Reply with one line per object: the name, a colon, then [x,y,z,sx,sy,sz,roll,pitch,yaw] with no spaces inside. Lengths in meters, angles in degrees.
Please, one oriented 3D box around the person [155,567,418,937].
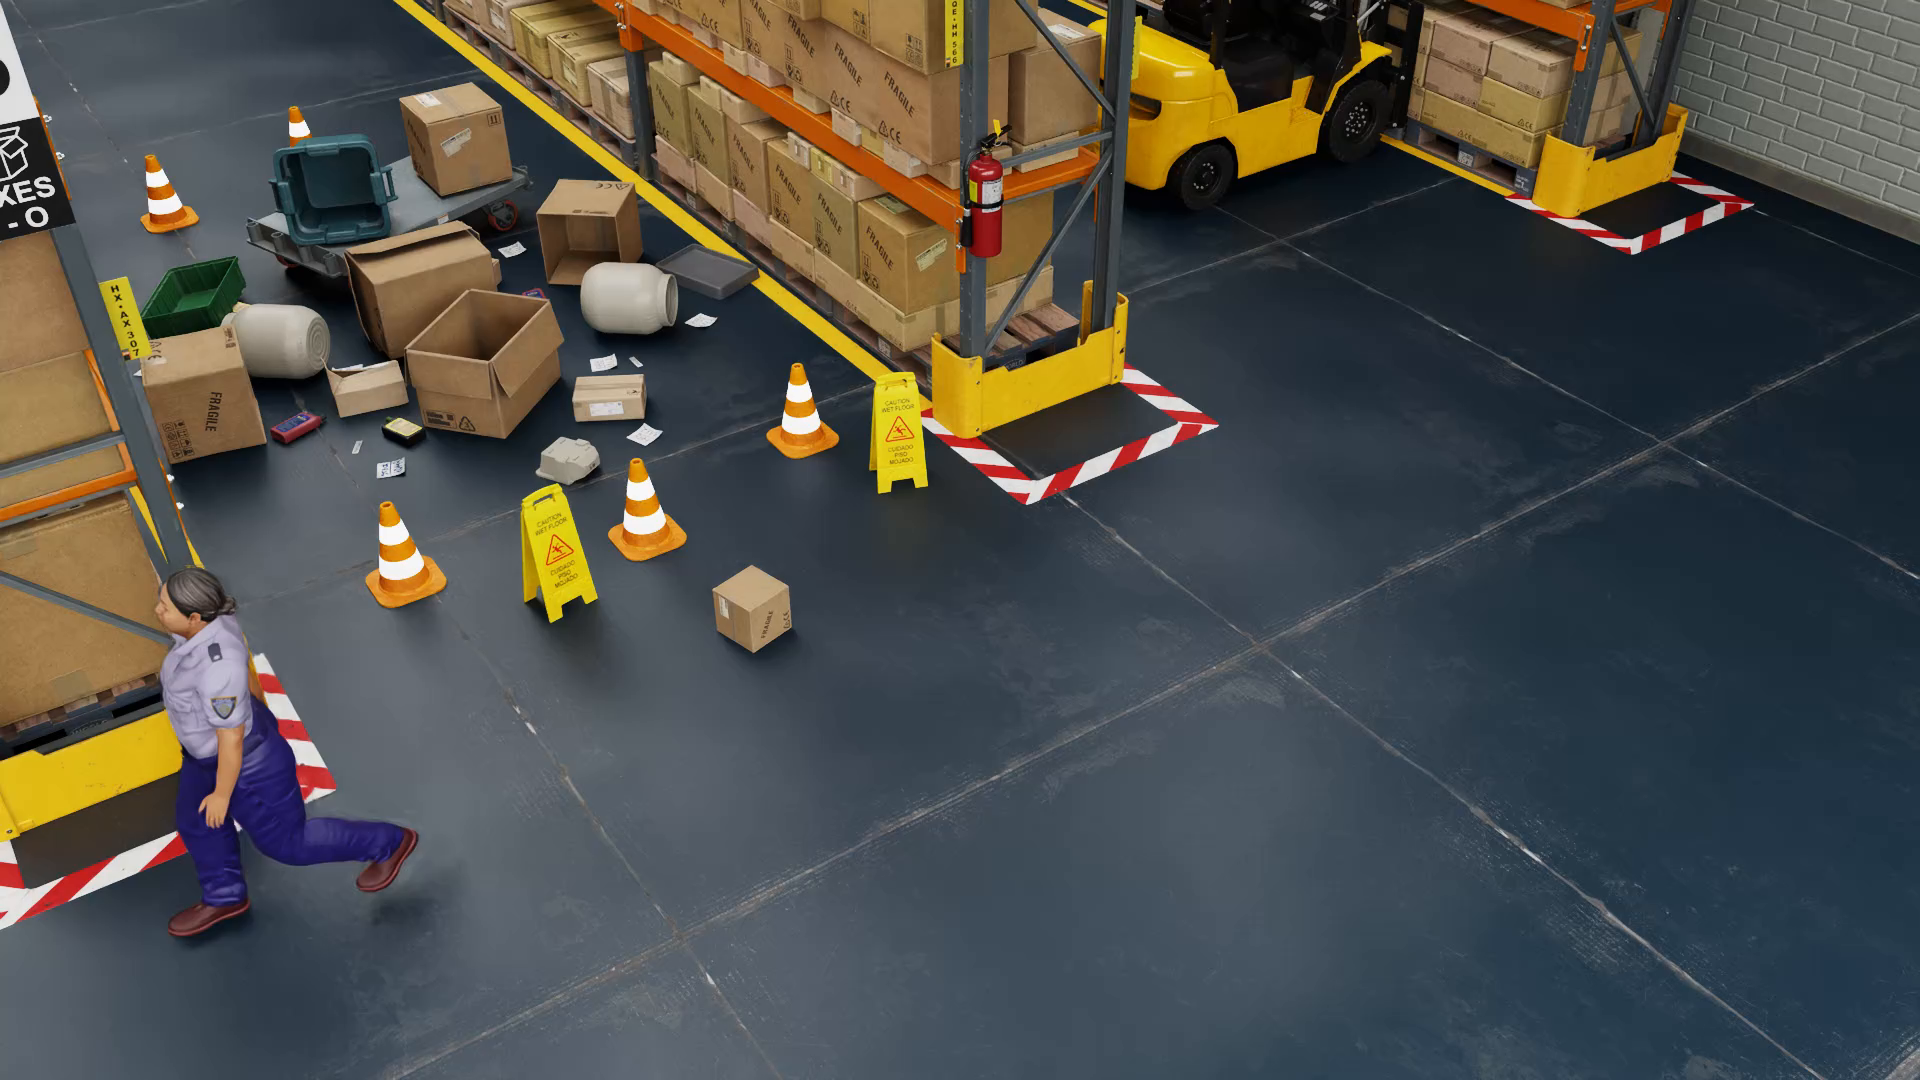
person: [-2.561,0.762,5.986,0.935,1.582,0.471,-20,41,-25]
